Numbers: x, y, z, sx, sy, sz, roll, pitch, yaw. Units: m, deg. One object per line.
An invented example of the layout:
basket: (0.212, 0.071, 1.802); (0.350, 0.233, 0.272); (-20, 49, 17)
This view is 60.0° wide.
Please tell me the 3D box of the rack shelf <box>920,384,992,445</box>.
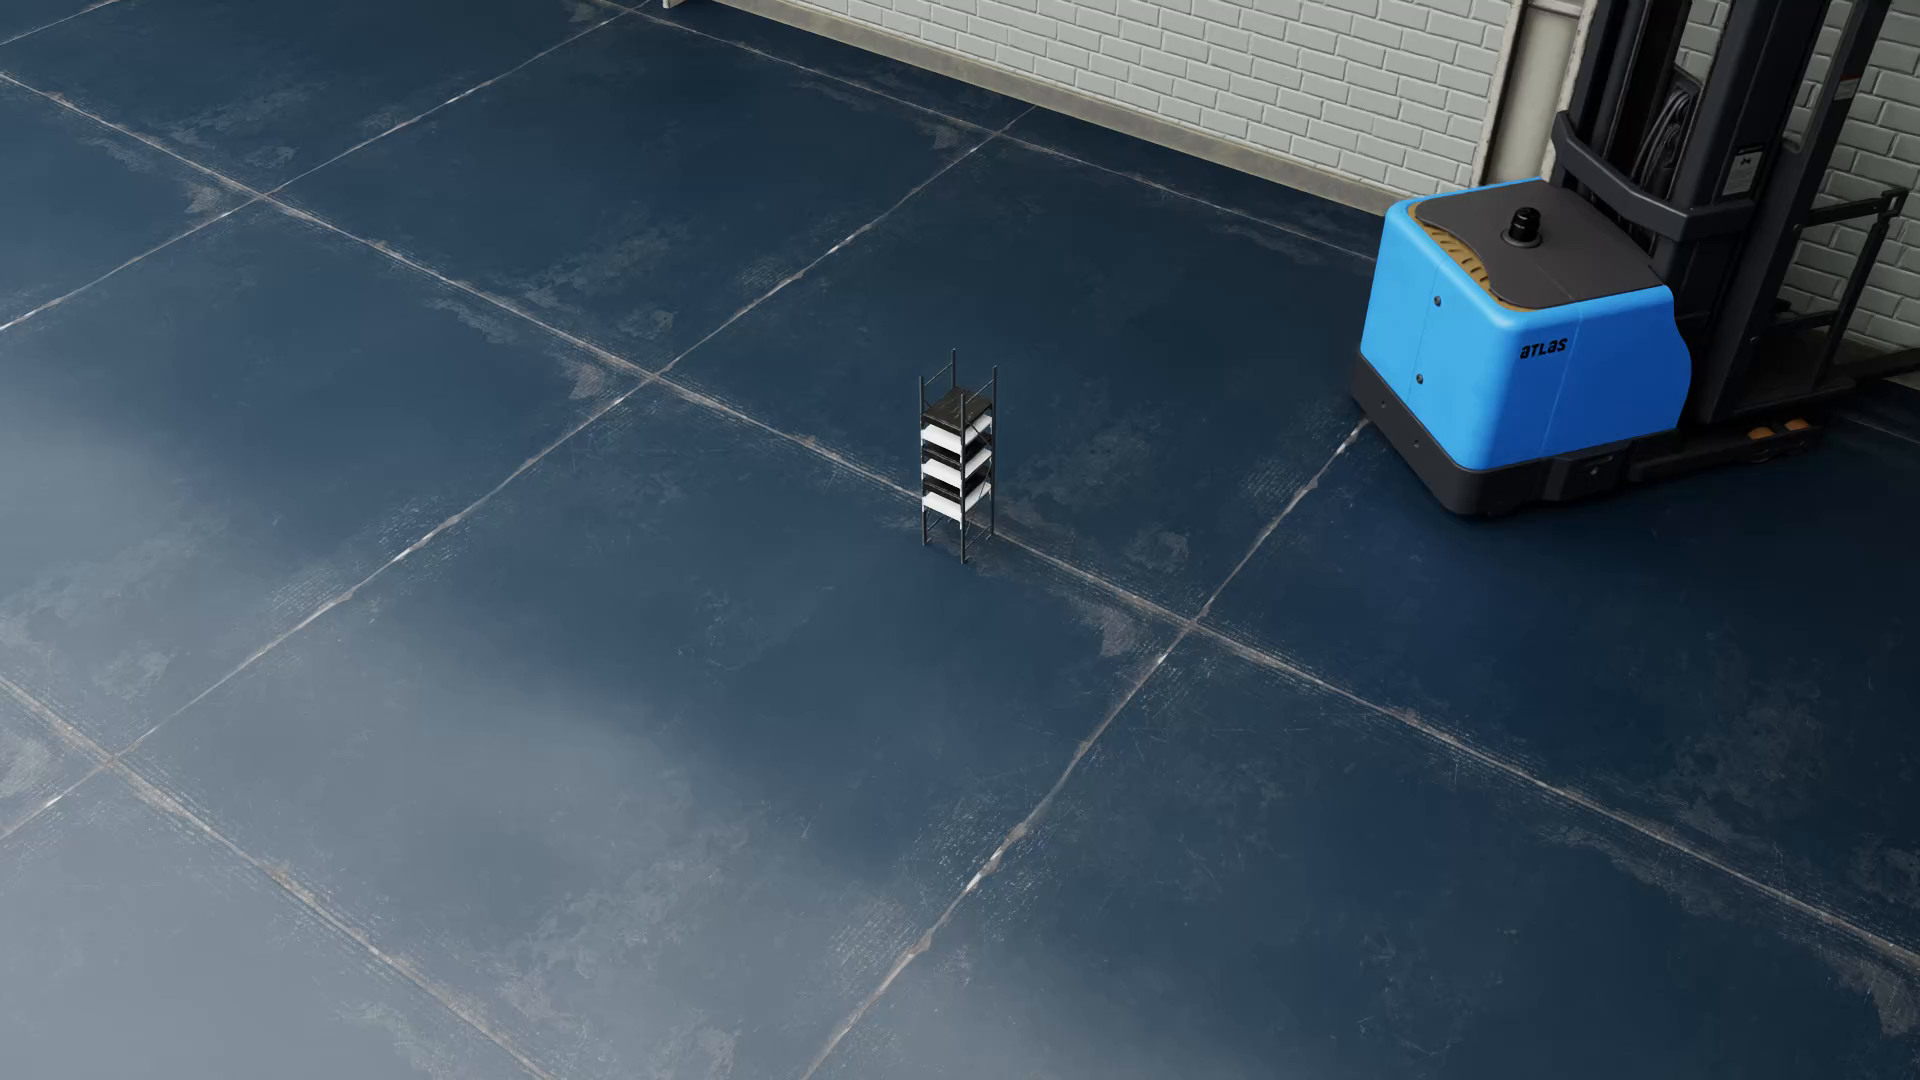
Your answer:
rack shelf: (-0.007, -0.515, 6.796); (0.200, 0.077, 0.258); (25, 48, 25)

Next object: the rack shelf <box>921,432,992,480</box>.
rack shelf: (-0.007, -0.381, 6.916); (0.200, 0.077, 0.258); (25, 48, 25)

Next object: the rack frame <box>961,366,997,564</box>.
rack frame: (0.077, -0.300, 6.910); (0.006, 0.900, 0.240); (25, 48, 25)

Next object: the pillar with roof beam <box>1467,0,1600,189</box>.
pillar with roof beam: (0.390, -2.470, 3.261); (0.400, 9.000, 9.100); (25, 48, 25)

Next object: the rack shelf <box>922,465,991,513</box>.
rack shelf: (-0.007, -0.247, 7.036); (0.200, 0.077, 0.258); (25, 48, 25)

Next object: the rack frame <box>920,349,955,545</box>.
rack frame: (-0.090, -0.377, 6.997); (0.006, 0.900, 0.240); (25, 48, 25)

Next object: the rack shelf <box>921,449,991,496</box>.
rack shelf: (-0.007, -0.314, 6.976); (0.200, 0.077, 0.258); (25, 48, 25)

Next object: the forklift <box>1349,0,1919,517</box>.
forklift: (3.433, -1.771, 7.031); (3.031, 2.935, 1.130); (-12, 43, -13)

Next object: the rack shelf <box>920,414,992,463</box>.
rack shelf: (-0.007, -0.448, 6.856); (0.200, 0.077, 0.258); (25, 48, 25)

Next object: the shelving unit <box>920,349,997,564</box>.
shelving unit: (-0.007, -0.338, 6.953); (0.210, 0.900, 0.258); (25, 48, 25)

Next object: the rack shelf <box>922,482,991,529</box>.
rack shelf: (-0.007, -0.179, 7.096); (0.200, 0.077, 0.258); (25, 48, 25)
